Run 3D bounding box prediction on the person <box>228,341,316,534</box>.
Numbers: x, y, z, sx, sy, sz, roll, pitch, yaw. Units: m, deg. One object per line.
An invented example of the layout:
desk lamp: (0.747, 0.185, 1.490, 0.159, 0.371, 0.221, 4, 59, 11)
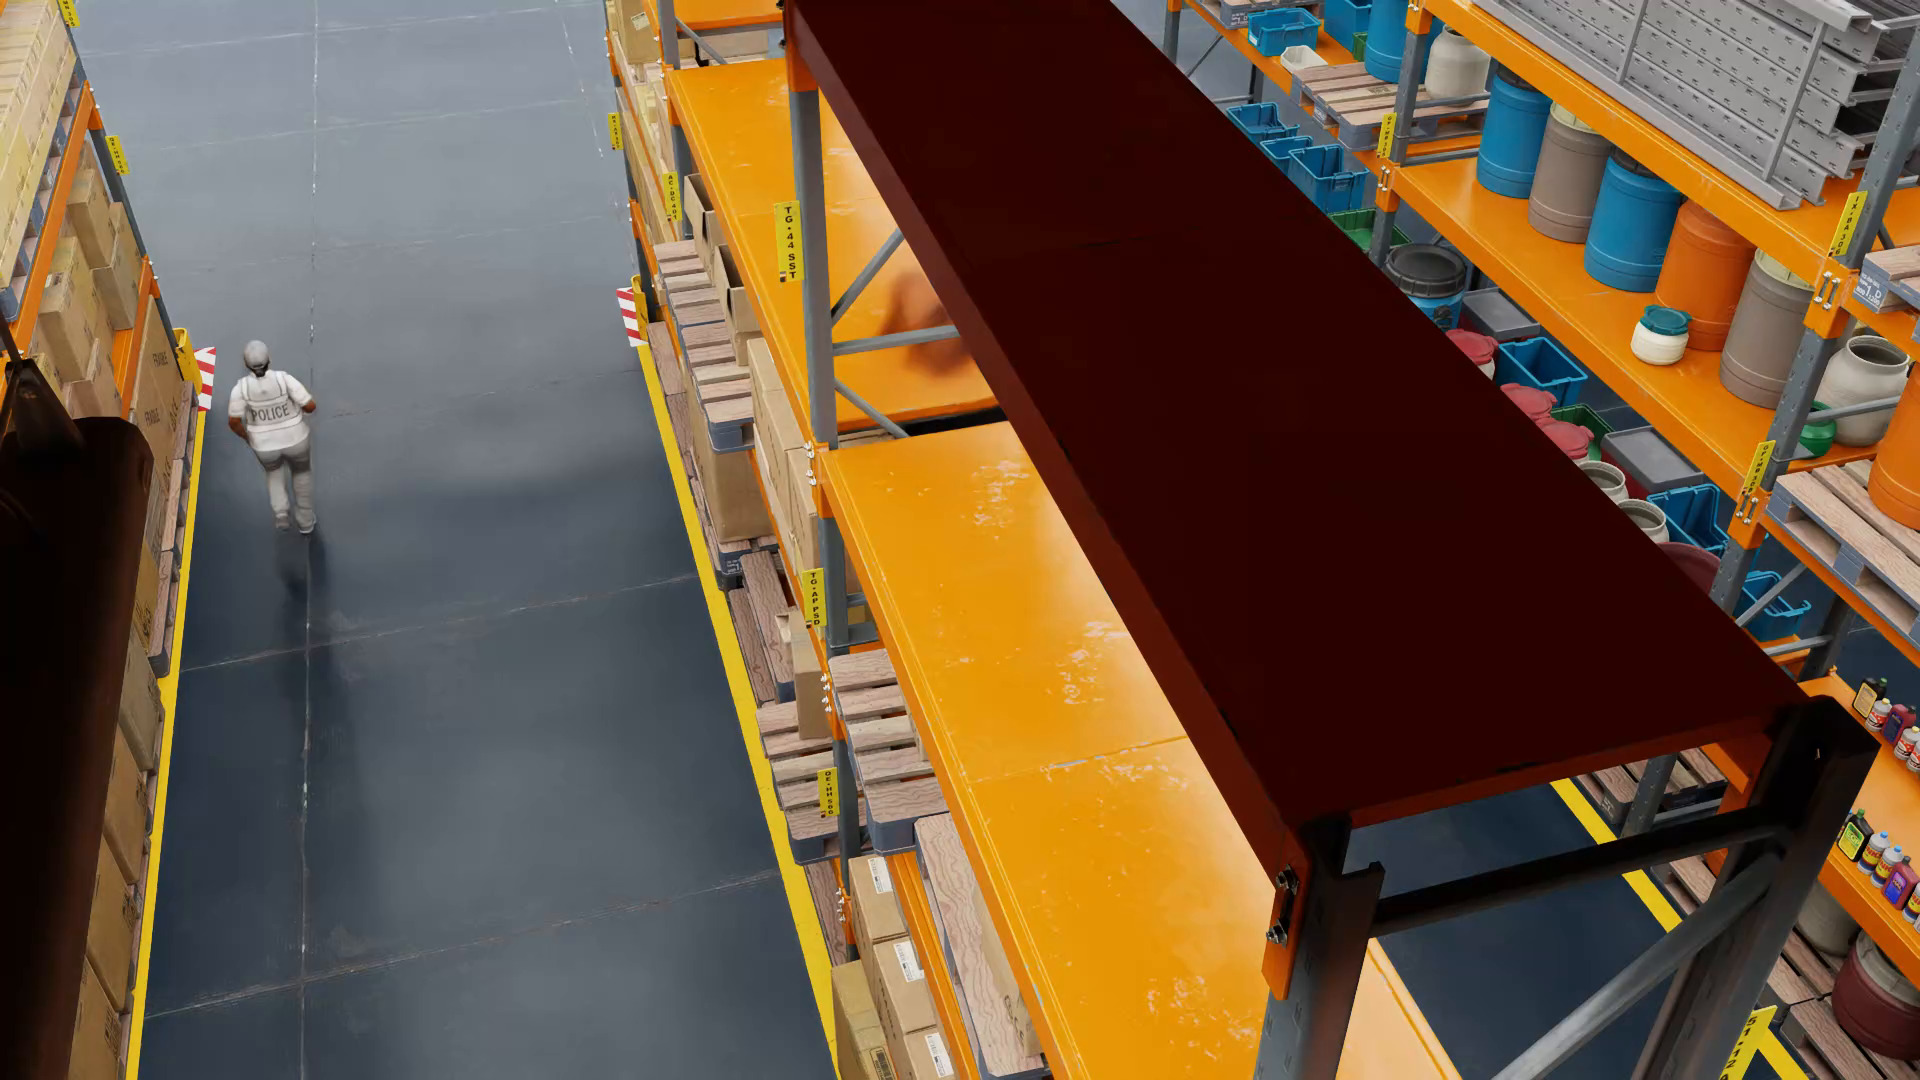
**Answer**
person: (-5.099, -0.769, 12.492, 0.609, 1.631, 0.546, -11, 40, -14)
